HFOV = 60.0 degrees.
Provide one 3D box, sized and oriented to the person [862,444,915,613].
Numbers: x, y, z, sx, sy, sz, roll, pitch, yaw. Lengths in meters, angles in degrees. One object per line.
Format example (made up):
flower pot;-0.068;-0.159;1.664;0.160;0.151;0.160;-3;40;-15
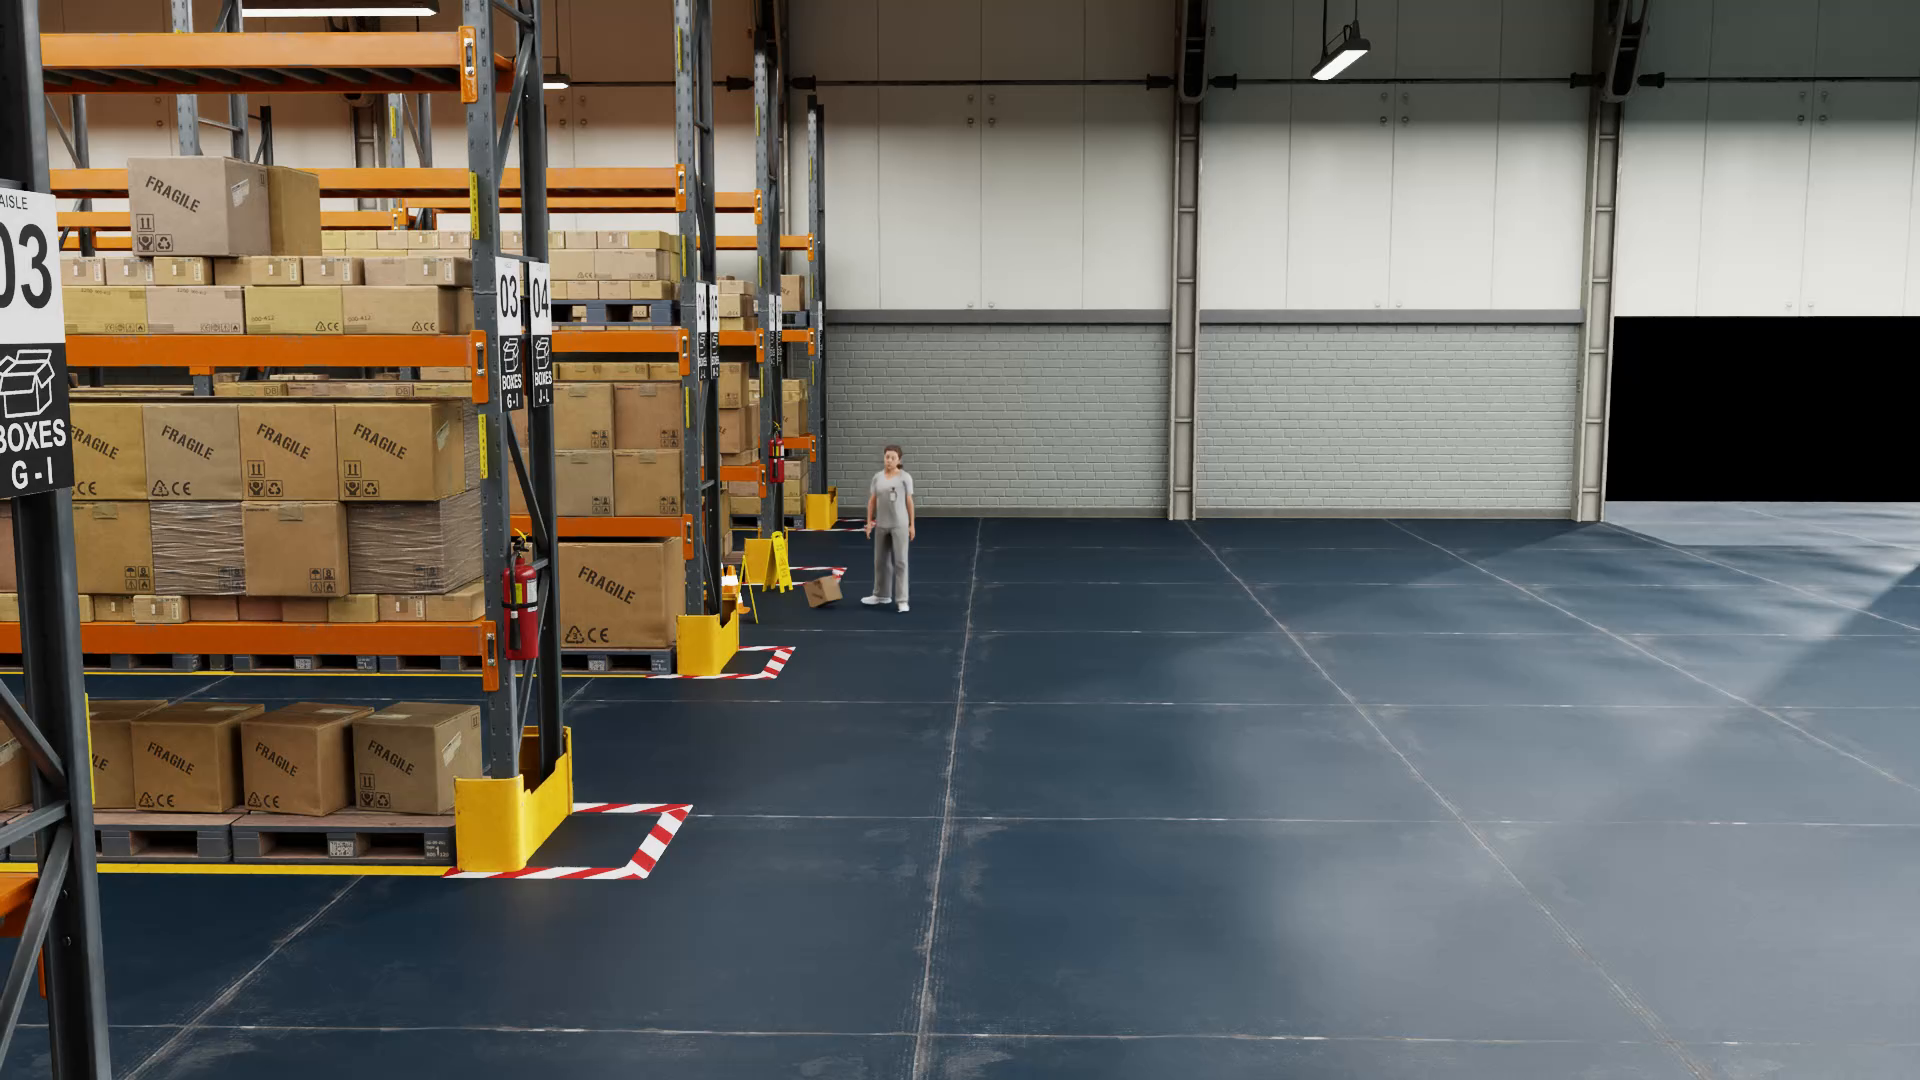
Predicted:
person;-0.744;-0.134;16.793;0.625;1.675;0.445;3;8;23
